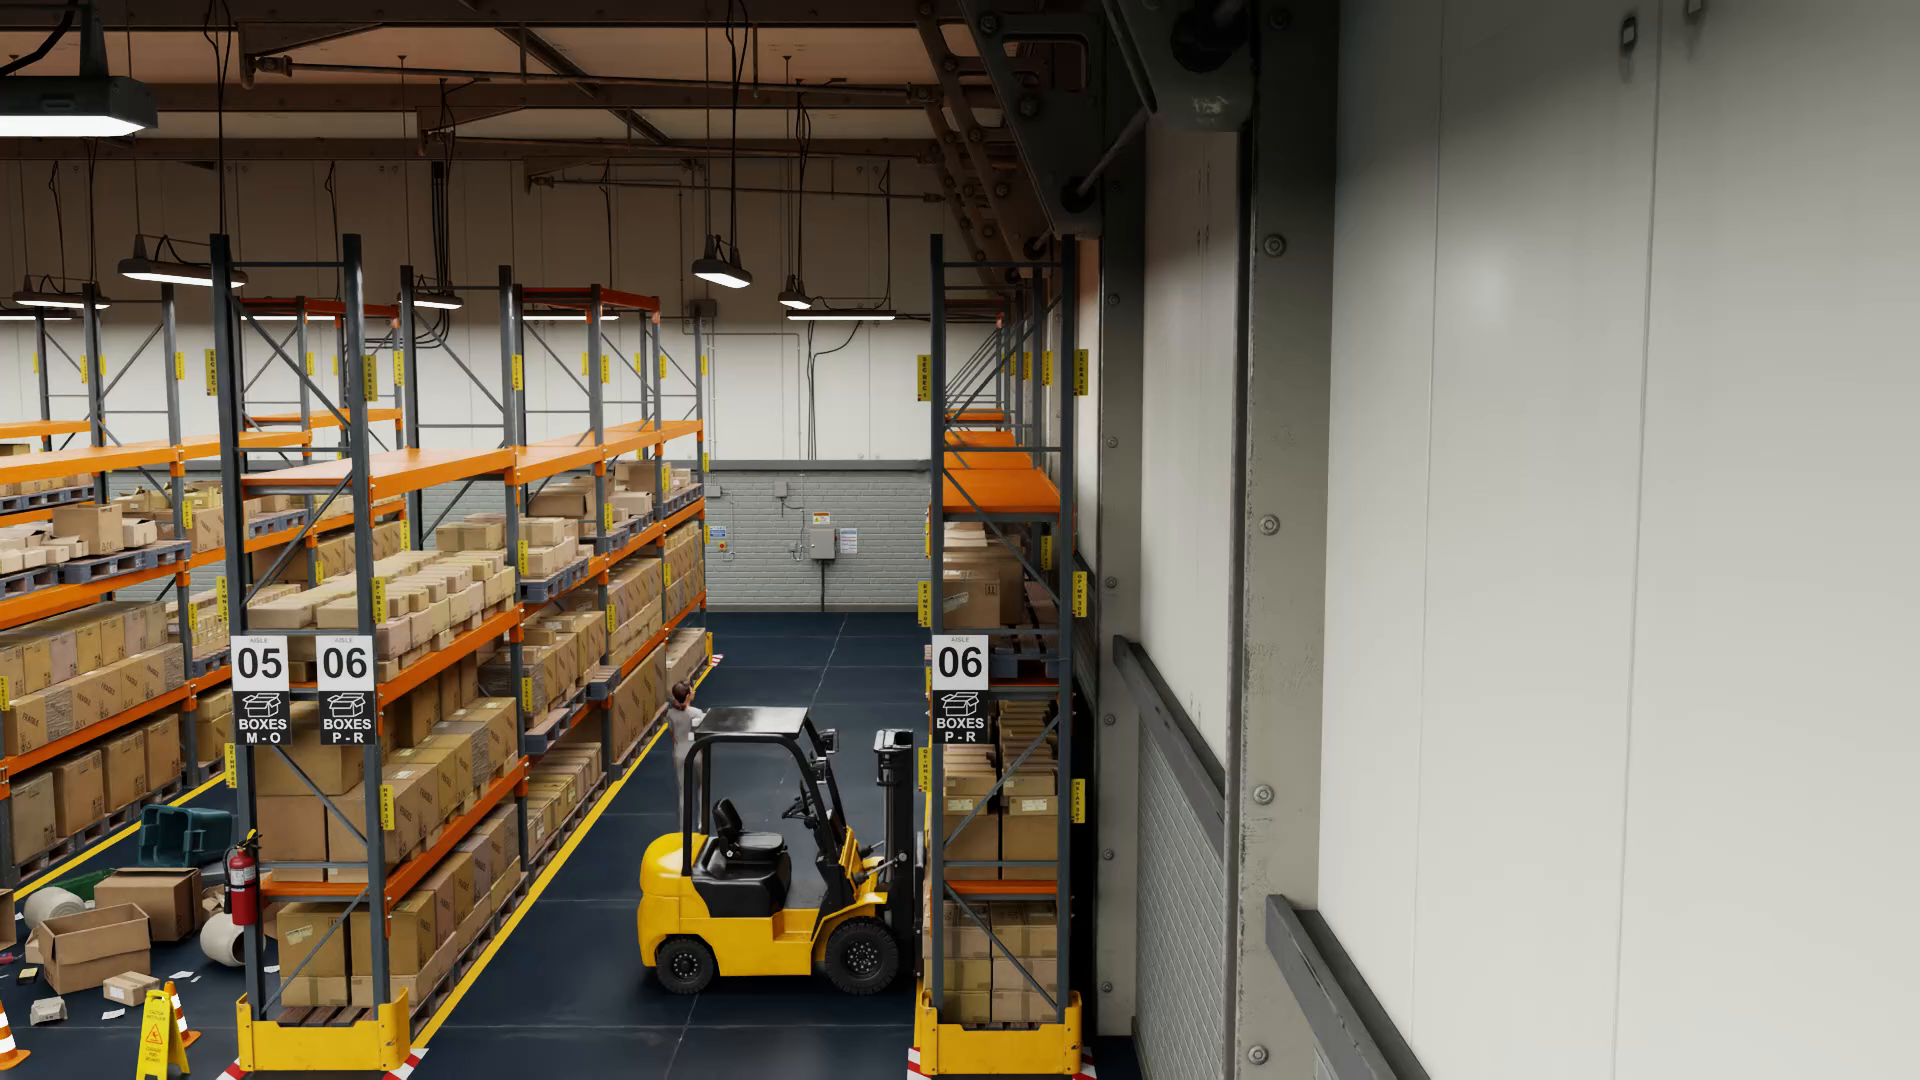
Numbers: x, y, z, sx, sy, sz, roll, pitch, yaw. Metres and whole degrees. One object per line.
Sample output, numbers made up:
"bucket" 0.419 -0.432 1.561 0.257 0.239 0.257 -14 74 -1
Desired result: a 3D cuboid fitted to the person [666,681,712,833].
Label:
"person" -2.772 2.253 16.976 0.429 1.688 0.676 0 6 -4
